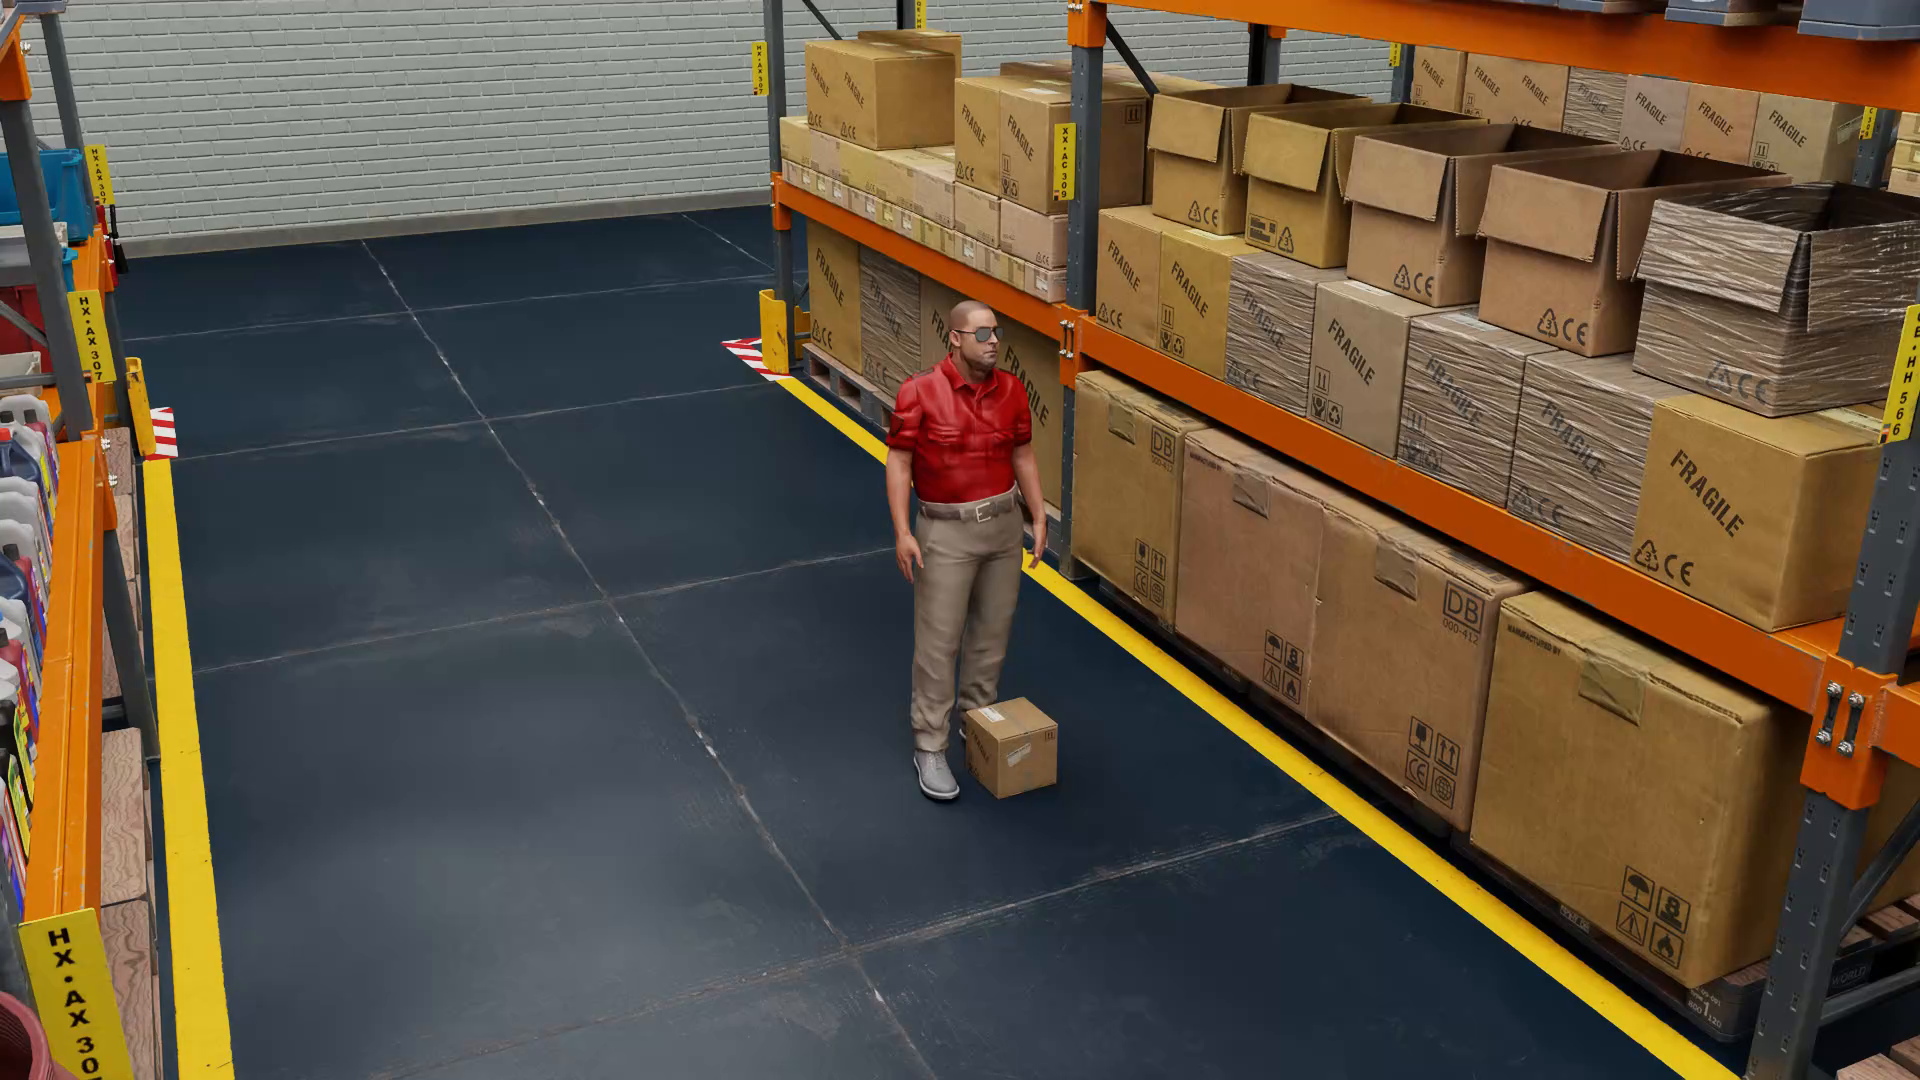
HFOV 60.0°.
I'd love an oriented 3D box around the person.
[{"bbox_3d":[0.068,0.016,6.050,0.640,1.727,0.551,-11,24,-25],"label":"person"}]
